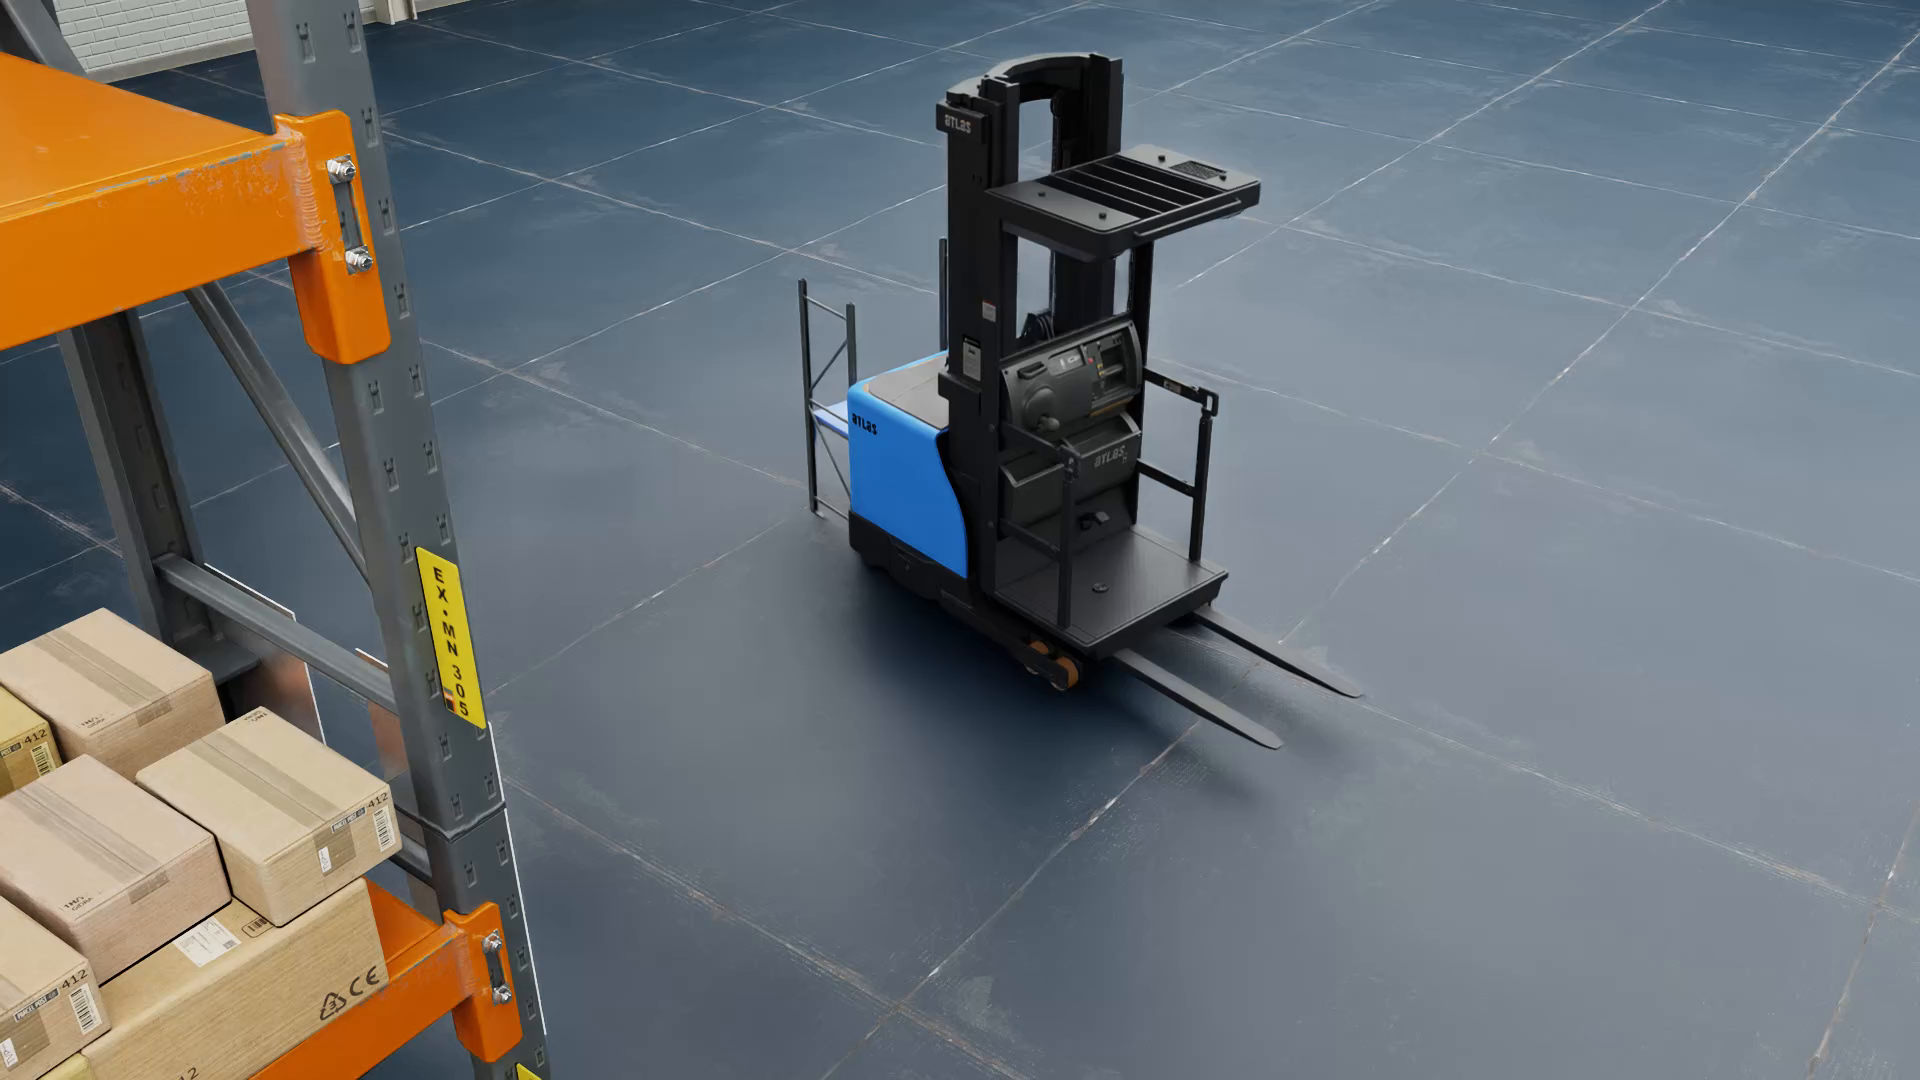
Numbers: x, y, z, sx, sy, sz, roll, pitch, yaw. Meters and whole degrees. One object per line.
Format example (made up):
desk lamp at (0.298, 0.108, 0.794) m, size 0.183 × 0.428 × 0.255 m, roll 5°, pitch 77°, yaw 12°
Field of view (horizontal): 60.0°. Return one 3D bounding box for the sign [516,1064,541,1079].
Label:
sign at (-0.848, 1.204, 3.388) m, size 0.100 × 0.325 × 0.005 m, roll 21°, pitch 37°, yaw 31°

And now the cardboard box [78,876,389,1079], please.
cardboard box at (-1.367, 0.707, 2.876) m, size 0.500 × 0.250 × 0.500 m, roll 22°, pitch 37°, yaw 32°

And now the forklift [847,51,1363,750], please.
forklift at (0.714, -0.786, 8.258) m, size 1.130 × 2.935 × 3.031 m, roll -24°, pitch 38°, yaw -35°

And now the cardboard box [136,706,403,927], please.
cardboard box at (-1.197, 0.471, 2.885) m, size 0.380 × 0.149 × 0.250 m, roll 21°, pitch 37°, yaw 31°

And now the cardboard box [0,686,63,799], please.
cardboard box at (-1.862, 0.378, 3.041) m, size 0.380 × 0.149 × 0.250 m, roll 22°, pitch 37°, yaw 32°

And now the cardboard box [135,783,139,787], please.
cardboard box at (-1.775, 0.549, 3.143) m, size 0.500 × 0.250 × 0.500 m, roll 22°, pitch 37°, yaw 33°

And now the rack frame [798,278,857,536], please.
rack frame at (-0.741, -0.729, 9.567) m, size 0.032 × 1.500 × 0.500 m, roll -23°, pitch 37°, yaw -33°

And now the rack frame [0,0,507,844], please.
rack frame at (-1.278, -0.922, 2.536) m, size 1.000 × 3.000 × 0.127 m, roll 21°, pitch 37°, yaw 31°

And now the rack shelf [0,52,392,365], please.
rack shelf at (-2.485, 0.202, 1.349) m, size 1.077 × 0.370 × 4.000 m, roll 21°, pitch 37°, yaw 31°

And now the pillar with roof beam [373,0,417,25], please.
pillar with roof beam at (-3.601, -9.045, 16.243) m, size 9.100 × 9.000 × 0.400 m, roll 21°, pitch 37°, yaw 31°

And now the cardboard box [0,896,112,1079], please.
cardboard box at (-1.525, 0.685, 2.523) m, size 0.380 × 0.149 × 0.250 m, roll 19°, pitch 36°, yaw 29°

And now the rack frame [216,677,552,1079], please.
rack frame at (-1.278, 1.659, 4.066) m, size 1.000 × 3.000 × 0.127 m, roll 21°, pitch 37°, yaw 31°

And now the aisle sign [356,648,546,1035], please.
aisle sign at (-1.001, 0.608, 3.289) m, size 0.394 × 0.787 × 0.004 m, roll 21°, pitch 37°, yaw 31°

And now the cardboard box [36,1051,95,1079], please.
cardboard box at (-1.666, 0.911, 2.532) m, size 0.500 × 0.250 × 0.500 m, roll 21°, pitch 37°, yaw 32°

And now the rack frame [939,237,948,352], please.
rack frame at (0.045, -1.058, 10.122) m, size 0.032 × 1.500 × 0.500 m, roll -23°, pitch 37°, yaw -33°

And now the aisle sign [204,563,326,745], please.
aisle sign at (-1.480, 0.423, 3.601) m, size 0.394 × 0.787 × 0.004 m, roll 21°, pitch 37°, yaw 31°

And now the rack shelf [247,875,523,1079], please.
rack shelf at (-2.485, 1.491, 2.112) m, size 1.077 × 0.370 × 4.000 m, roll 21°, pitch 37°, yaw 31°

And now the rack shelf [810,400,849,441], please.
rack shelf at (-0.348, -0.739, 9.936) m, size 1.000 × 0.185 × 0.538 m, roll -23°, pitch 37°, yaw -33°

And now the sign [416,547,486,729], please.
sign at (-0.848, 0.167, 2.773) m, size 0.100 × 0.325 × 0.005 m, roll 21°, pitch 37°, yaw 31°

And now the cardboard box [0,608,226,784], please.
cardboard box at (-1.629, 0.302, 3.169) m, size 0.380 × 0.149 × 0.250 m, roll 21°, pitch 36°, yaw 31°

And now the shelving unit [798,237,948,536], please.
shelving unit at (-0.348, -0.894, 9.844) m, size 1.048 × 1.500 × 0.538 m, roll -23°, pitch 37°, yaw -33°

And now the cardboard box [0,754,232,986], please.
cardboard box at (-1.448, 0.540, 2.767) m, size 0.380 × 0.149 × 0.250 m, roll 20°, pitch 36°, yaw 30°
